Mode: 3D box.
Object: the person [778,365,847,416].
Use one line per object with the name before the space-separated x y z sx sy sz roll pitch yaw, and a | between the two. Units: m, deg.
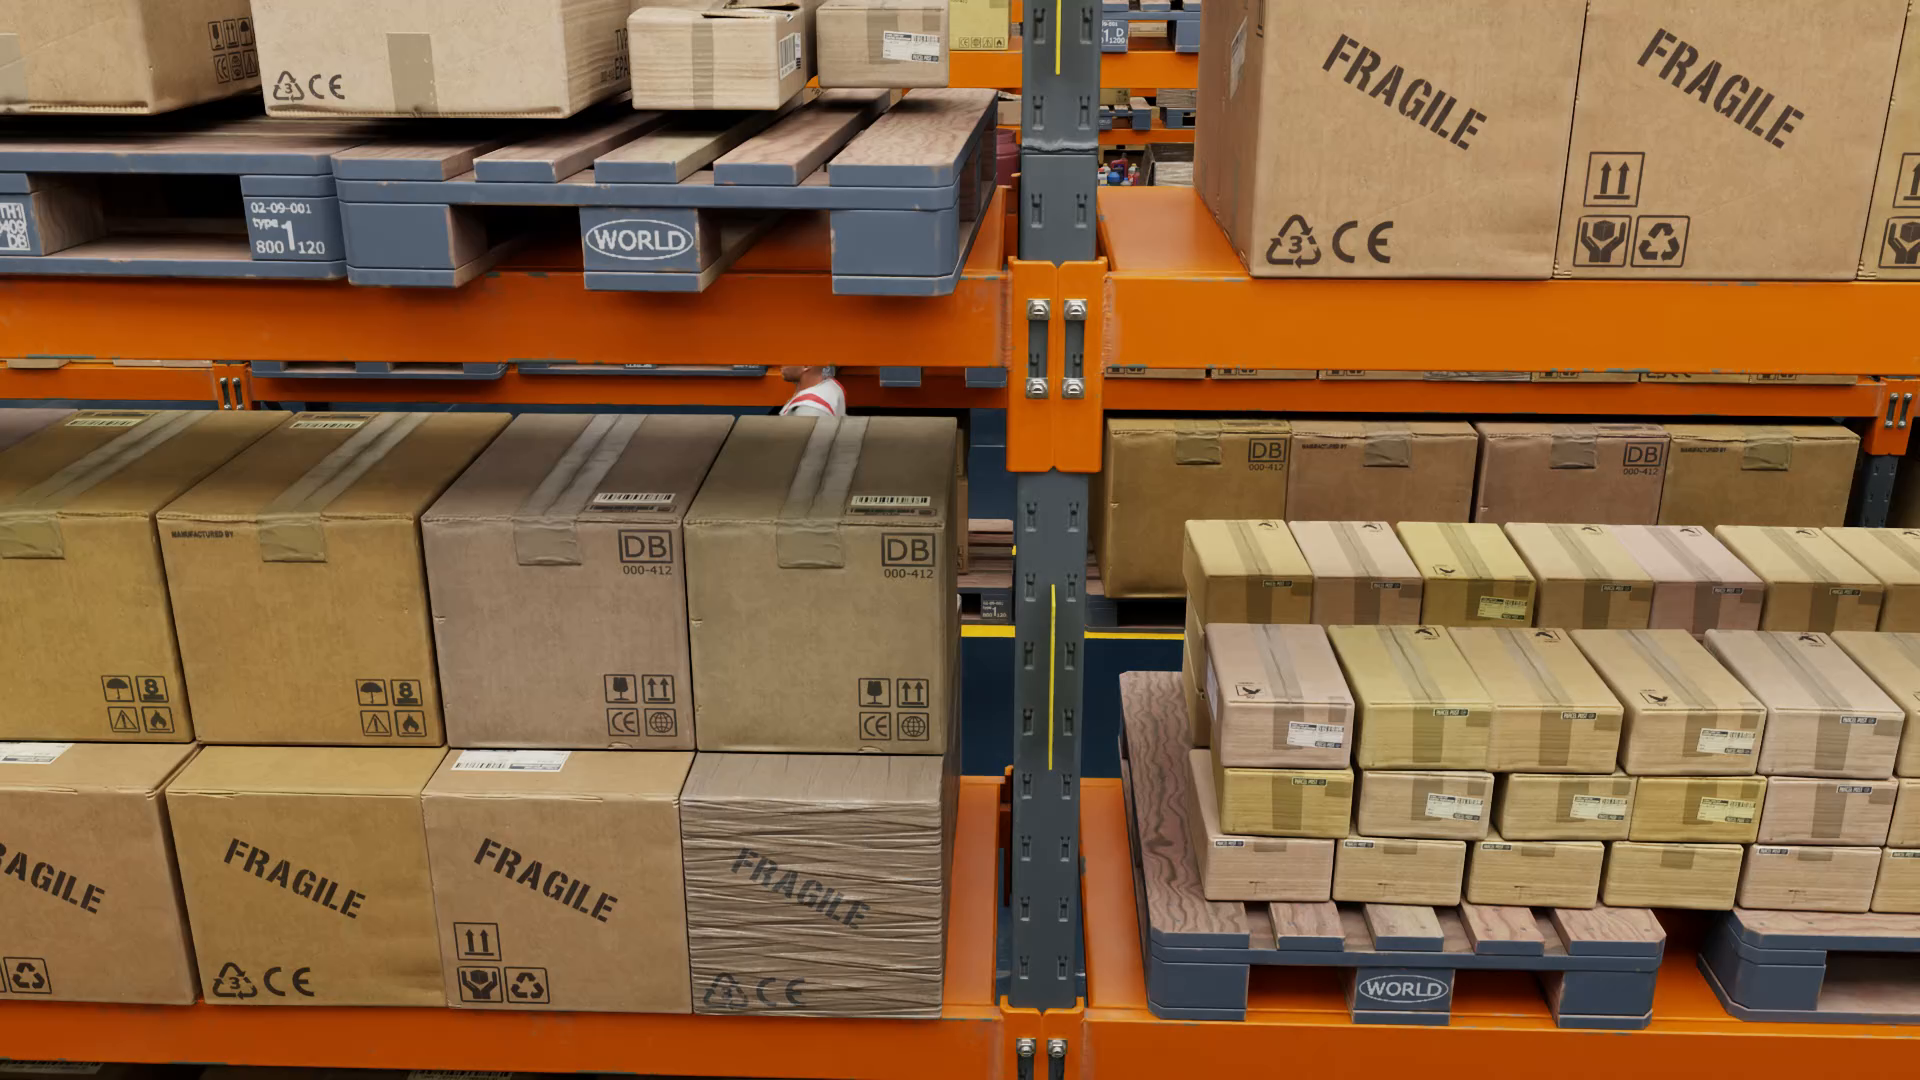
person | -0.710 -0.068 7.333 0.422 1.860 0.616 1 21 2
